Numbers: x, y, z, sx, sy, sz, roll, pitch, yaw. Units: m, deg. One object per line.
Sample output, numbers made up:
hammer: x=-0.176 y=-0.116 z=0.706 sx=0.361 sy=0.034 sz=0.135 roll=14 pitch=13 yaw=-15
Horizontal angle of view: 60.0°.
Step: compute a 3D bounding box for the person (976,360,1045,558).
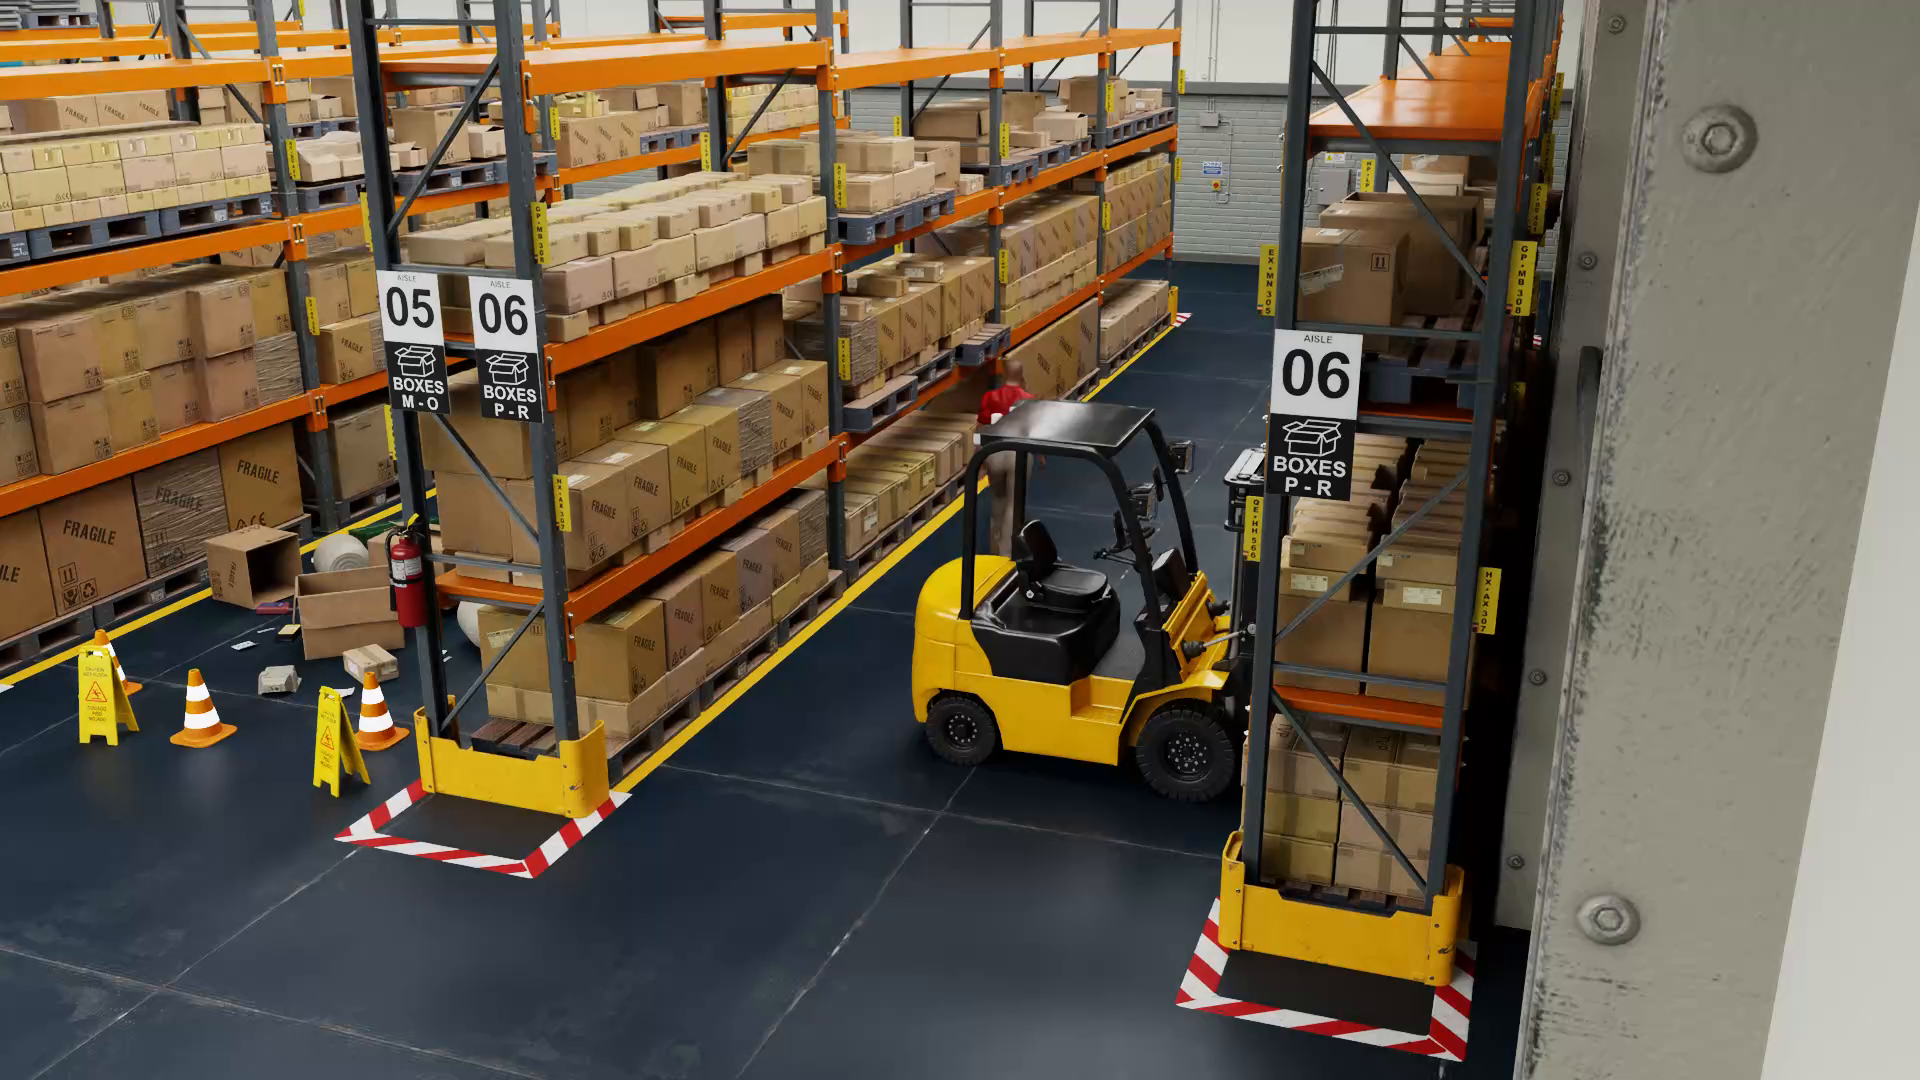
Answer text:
person: x=0.433 y=-0.649 z=14.107 sx=0.558 sy=1.766 sz=0.832 roll=6 pitch=20 yaw=18
